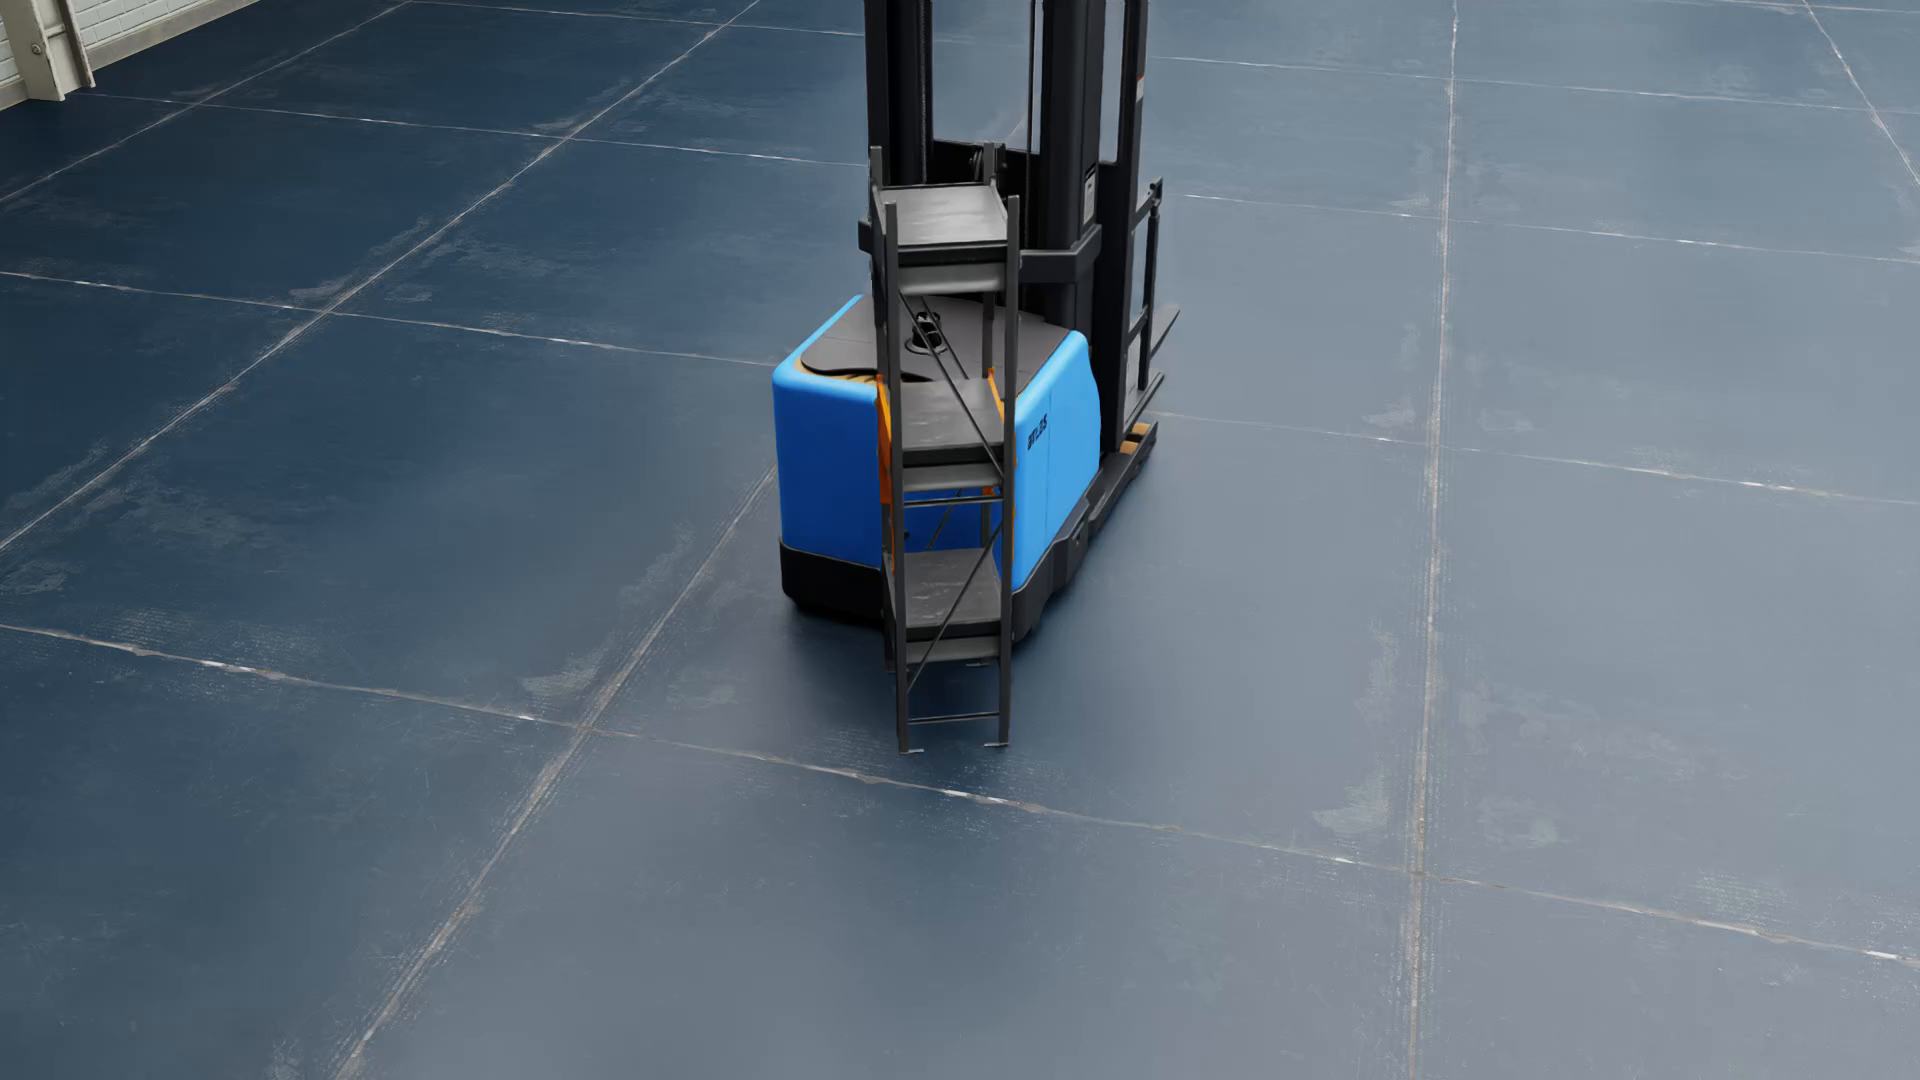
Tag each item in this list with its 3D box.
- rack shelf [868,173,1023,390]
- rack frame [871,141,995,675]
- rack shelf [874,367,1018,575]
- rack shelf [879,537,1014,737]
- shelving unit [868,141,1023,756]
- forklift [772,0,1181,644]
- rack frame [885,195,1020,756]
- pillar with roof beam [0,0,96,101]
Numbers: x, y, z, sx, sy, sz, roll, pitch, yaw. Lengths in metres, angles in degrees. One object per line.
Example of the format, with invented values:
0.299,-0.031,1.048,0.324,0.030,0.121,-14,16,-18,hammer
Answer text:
-0.054,-0.832,5.322,0.431,0.518,0.480,-4,33,-6,rack shelf
-0.087,-0.382,5.894,0.400,2.100,0.015,-4,33,-6,rack frame
-0.054,-0.241,5.697,0.431,0.518,0.480,-4,33,-6,rack shelf
-0.054,0.350,6.073,0.431,0.518,0.480,-4,33,-6,rack shelf
-0.054,-0.252,5.690,0.431,2.100,0.503,-4,33,-6,shelving unit
0.289,-1.605,7.042,1.130,2.935,3.031,12,34,18,forklift
-0.022,-0.123,5.486,0.400,2.100,0.015,-4,33,-6,rack frame
-2.640,-6.606,9.254,9.100,9.000,0.400,8,33,12,pillar with roof beam
